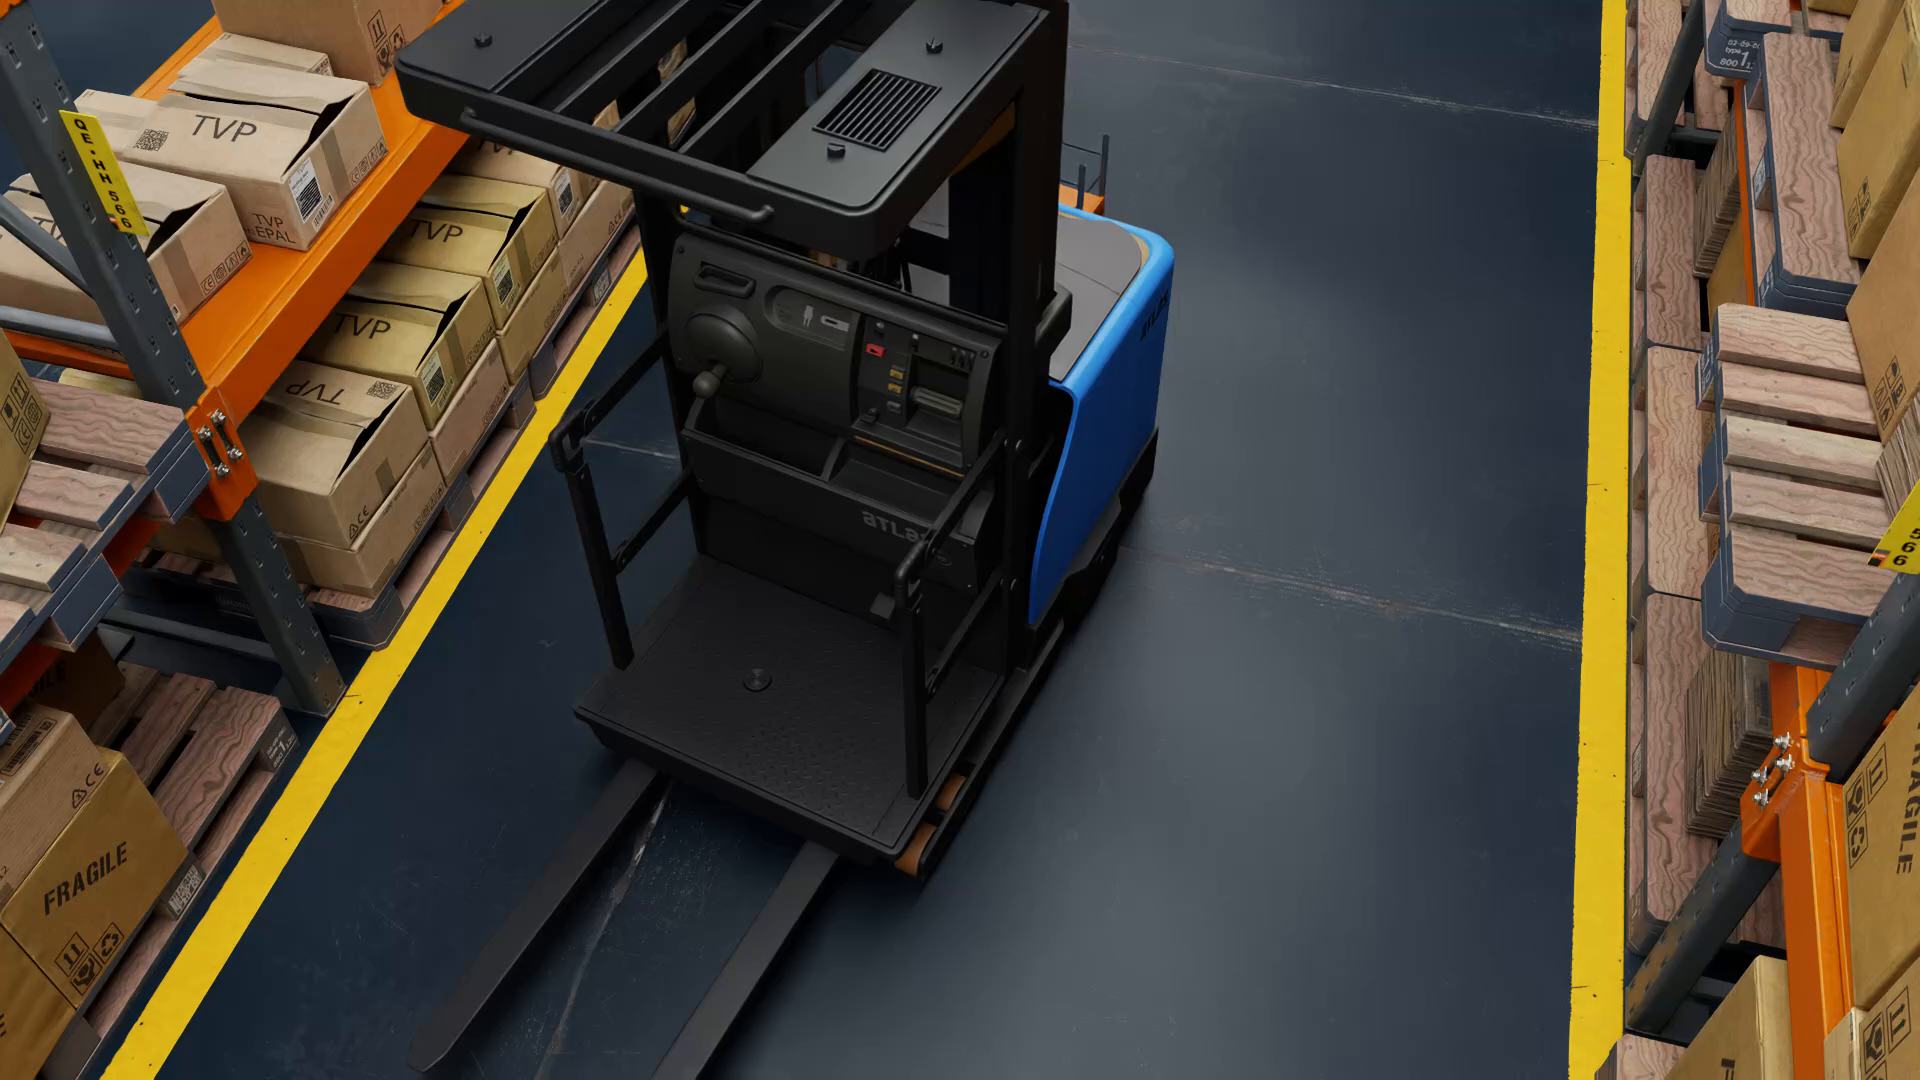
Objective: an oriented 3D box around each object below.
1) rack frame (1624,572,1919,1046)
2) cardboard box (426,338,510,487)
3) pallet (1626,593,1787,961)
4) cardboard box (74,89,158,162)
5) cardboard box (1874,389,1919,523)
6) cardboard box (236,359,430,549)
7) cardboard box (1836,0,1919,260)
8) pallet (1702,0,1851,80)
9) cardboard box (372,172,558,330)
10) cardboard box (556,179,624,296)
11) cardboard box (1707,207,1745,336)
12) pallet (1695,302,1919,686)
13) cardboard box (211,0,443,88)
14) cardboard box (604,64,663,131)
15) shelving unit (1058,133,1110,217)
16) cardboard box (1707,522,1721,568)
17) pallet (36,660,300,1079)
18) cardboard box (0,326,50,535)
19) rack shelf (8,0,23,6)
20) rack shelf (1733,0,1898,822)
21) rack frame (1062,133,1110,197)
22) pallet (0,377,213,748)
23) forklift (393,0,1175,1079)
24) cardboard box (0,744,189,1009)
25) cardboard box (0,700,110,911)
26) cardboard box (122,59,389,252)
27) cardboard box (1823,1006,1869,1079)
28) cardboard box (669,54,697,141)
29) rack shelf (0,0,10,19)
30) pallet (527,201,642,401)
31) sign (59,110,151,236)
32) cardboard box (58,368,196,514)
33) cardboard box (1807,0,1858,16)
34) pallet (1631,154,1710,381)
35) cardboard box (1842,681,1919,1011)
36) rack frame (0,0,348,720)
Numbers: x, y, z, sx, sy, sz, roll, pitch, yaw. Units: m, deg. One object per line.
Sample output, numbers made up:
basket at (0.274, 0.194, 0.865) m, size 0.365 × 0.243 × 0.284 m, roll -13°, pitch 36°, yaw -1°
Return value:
rack frame at (2.321, 0.406, 3.391) m, size 1.000 × 3.000 × 0.127 m, roll 12°, pitch 50°, yaw 10°
cardboard box at (-1.906, -0.482, 5.729) m, size 0.500 × 0.250 × 0.500 m, roll 10°, pitch 49°, yaw 9°
pallet at (2.529, 0.764, 4.935) m, size 1.003 × 0.211 × 1.213 m, roll 12°, pitch 50°, yaw 10°
cardboard box at (-2.488, -1.190, 4.968) m, size 0.380 × 0.149 × 0.250 m, roll 12°, pitch 50°, yaw 10°
cardboard box at (2.435, -0.114, 3.490) m, size 0.700 × 0.500 × 0.500 m, roll 6°, pitch 49°, yaw 6°
cardboard box at (-2.037, -0.304, 5.197) m, size 0.500 × 0.311 × 0.500 m, roll 13°, pitch 50°, yaw 11°
cardboard box at (2.742, -1.020, 4.289) m, size 0.700 × 0.500 × 0.500 m, roll 12°, pitch 50°, yaw 10°
pallet at (3.033, -1.899, 5.554) m, size 1.003 × 0.211 × 1.213 m, roll 12°, pitch 50°, yaw 10°
cardboard box at (-1.771, -1.054, 5.859) m, size 0.500 × 0.311 × 0.500 m, roll 10°, pitch 49°, yaw 9°
cardboard box at (-1.640, -1.230, 6.389) m, size 0.500 × 0.250 × 0.500 m, roll 12°, pitch 50°, yaw 11°
cardboard box at (3.109, -0.886, 5.905) m, size 0.700 × 0.500 × 0.500 m, roll 11°, pitch 49°, yaw 9°
pallet at (2.406, -0.067, 3.936) m, size 1.213 × 0.211 × 1.003 m, roll 12°, pitch 50°, yaw 10°
cardboard box at (-2.033, -1.818, 5.288) m, size 0.500 × 0.500 × 0.500 m, roll 9°, pitch 49°, yaw 8°
cardboard box at (-1.500, -1.789, 6.508) m, size 0.500 × 0.311 × 0.500 m, roll 11°, pitch 50°, yaw 10°
shelving unit at (0.326, -0.869, 5.717) m, size 0.258 × 1.200 × 0.189 m, roll 21°, pitch 52°, yaw 18°
cardboard box at (2.812, -0.158, 5.262) m, size 0.700 × 0.500 × 0.500 m, roll 11°, pitch 50°, yaw 10°
pallet at (-2.692, 0.887, 4.827) m, size 1.003 × 0.211 × 1.213 m, roll 12°, pitch 50°, yaw 10°
cardboard box at (-2.516, -0.263, 3.634) m, size 0.700 × 0.500 × 0.500 m, roll -3°, pitch 49°, yaw -3°
rack shelf at (-1.932, -2.770, 4.673) m, size 1.077 × 0.370 × 4.000 m, roll 12°, pitch 50°, yaw 10°
rack shelf at (2.848, -0.802, 4.937) m, size 1.077 × 0.370 × 4.000 m, roll 12°, pitch 50°, yaw 10°
rack frame at (0.368, -0.930, 5.771) m, size 0.240 × 1.200 × 0.006 m, roll 21°, pitch 52°, yaw 18°
pallet at (-2.569, -0.001, 3.878) m, size 1.213 × 0.211 × 1.003 m, roll 12°, pitch 50°, yaw 10°
forklift at (-0.438, -0.375, 4.126) m, size 1.130 × 2.935 × 3.031 m, roll 21°, pitch 52°, yaw 18°
cardboard box at (-2.478, 0.836, 4.385) m, size 0.500 × 0.500 × 0.500 m, roll 13°, pitch 50°, yaw 12°
cardboard box at (-2.489, 0.629, 4.068) m, size 0.500 × 0.250 × 0.500 m, roll 13°, pitch 50°, yaw 11°
cardboard box at (-2.036, -1.148, 4.822) m, size 0.500 × 0.311 × 0.500 m, roll 11°, pitch 49°, yaw 10°
cardboard box at (1.785, 1.031, 2.993) m, size 0.380 × 0.149 × 0.250 m, roll 13°, pitch 50°, yaw 11°
cardboard box at (-1.370, -1.968, 7.040) m, size 0.500 × 0.250 × 0.500 m, roll 11°, pitch 49°, yaw 9°
rack shelf at (-2.985, 0.124, 2.119) m, size 1.077 × 0.370 × 4.000 m, roll 12°, pitch 50°, yaw 10°
pallet at (-1.881, -1.113, 6.592) m, size 1.003 × 0.211 × 1.213 m, roll 12°, pitch 50°, yaw 10°
sign at (-1.933, -0.825, 3.758) m, size 0.100 × 0.325 × 0.005 m, roll 12°, pitch 50°, yaw 10°
cardboard box at (-2.558, -0.411, 5.292) m, size 0.500 × 0.311 × 0.500 m, roll 13°, pitch 50°, yaw 11°
cardboard box at (3.053, -1.901, 5.067) m, size 0.700 × 0.500 × 0.500 m, roll 16°, pitch 51°, yaw 14°
pallet at (3.171, -1.001, 6.492) m, size 1.003 × 0.211 × 1.213 m, roll 12°, pitch 50°, yaw 10°
cardboard box at (1.947, 0.569, 2.969) m, size 0.500 × 0.500 × 0.500 m, roll 13°, pitch 50°, yaw 11°
rack frame at (-2.459, -0.568, 4.251) m, size 1.000 × 3.000 × 0.127 m, roll 12°, pitch 50°, yaw 10°
